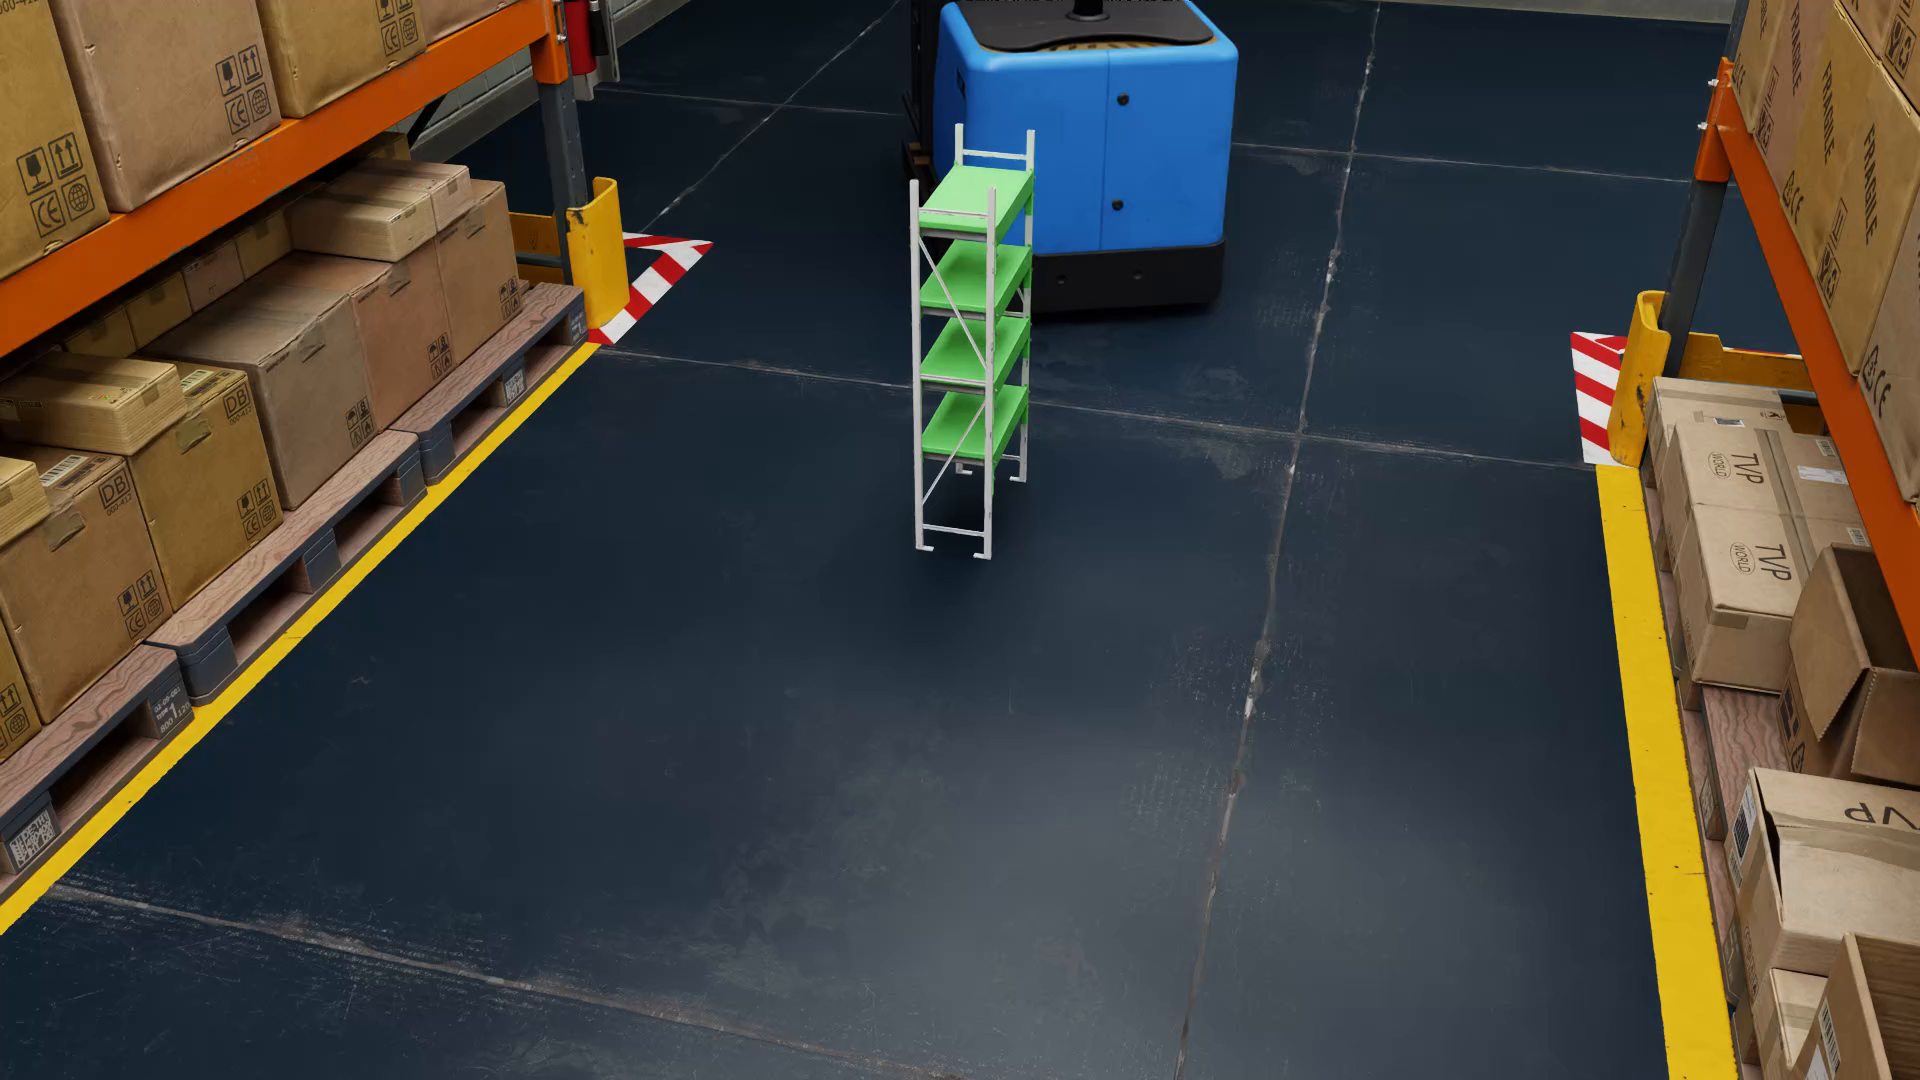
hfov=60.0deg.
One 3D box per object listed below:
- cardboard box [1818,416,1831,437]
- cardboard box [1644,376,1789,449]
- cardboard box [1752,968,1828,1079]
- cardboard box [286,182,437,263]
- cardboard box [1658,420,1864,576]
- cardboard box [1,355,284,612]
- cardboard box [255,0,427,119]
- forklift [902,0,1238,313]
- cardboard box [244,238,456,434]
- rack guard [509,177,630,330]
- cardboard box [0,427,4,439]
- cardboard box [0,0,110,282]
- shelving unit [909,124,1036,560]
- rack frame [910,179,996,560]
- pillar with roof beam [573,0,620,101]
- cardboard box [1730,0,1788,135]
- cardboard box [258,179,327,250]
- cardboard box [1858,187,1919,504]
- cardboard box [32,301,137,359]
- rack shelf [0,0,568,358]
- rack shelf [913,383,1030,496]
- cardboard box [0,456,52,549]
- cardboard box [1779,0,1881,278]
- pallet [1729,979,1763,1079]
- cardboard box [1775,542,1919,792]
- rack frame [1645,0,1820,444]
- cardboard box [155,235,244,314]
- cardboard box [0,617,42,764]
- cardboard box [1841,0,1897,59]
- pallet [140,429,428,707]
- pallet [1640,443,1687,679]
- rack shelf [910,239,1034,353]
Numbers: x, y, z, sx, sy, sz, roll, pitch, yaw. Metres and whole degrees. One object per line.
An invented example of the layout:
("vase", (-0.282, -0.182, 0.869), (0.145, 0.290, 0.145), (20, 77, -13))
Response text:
("cardboard box", (2.946, -0.386, 4.980), (0.500, 0.500, 0.500), (8, 33, 12))
("cardboard box", (2.407, -0.383, 5.303), (0.380, 0.149, 0.250), (8, 33, 12))
("cardboard box", (1.738, 0.986, 3.151), (0.380, 0.149, 0.250), (8, 33, 12))
("cardboard box", (-1.948, -1.038, 5.421), (0.380, 0.149, 0.250), (9, 34, 14))
("cardboard box", (2.306, -0.093, 4.753), (0.500, 0.250, 0.500), (8, 33, 12))
("cardboard box", (-2.410, -0.190, 4.692), (0.700, 0.500, 0.500), (9, 33, 14))
("cardboard box", (-2.240, -1.725, 4.887), (0.980, 0.700, 0.700), (8, 33, 12))
("forklift", (0.324, -2.888, 7.061), (1.130, 2.935, 3.031), (-4, 33, -7))
("cardboard box", (-2.155, -0.729, 5.539), (0.700, 0.500, 0.500), (8, 33, 12))
("rack guard", (-1.941, -1.201, 6.673), (1.175, 0.500, 0.348), (8, 33, 12))
("cardboard box", (-2.704, -0.300, 4.260), (0.380, 0.149, 0.250), (7, 33, 11))
("cardboard box", (-2.618, -0.951, 3.671), (0.980, 0.700, 0.700), (7, 33, 11))
("shelving unit", (0.042, -0.592, 5.063), (0.258, 1.200, 0.503), (8, 33, 12))
("rack frame", (-0.020, -0.466, 4.864), (0.240, 1.200, 0.015), (8, 33, 12))
("pillar with roof beam", (2.066, -5.707, 5.840), (9.100, 9.000, 0.400), (8, 33, 12))
("cardboard box", (2.478, -1.418, 4.592), (0.500, 0.500, 0.500), (9, 33, 13))
("cardboard box", (-2.317, -1.091, 5.505), (0.380, 0.149, 0.250), (8, 33, 12))
("cardboard box", (1.967, -0.366, 2.936), (0.500, 0.500, 0.500), (9, 33, 13))
("cardboard box", (-2.574, -0.565, 4.677), (0.380, 0.149, 0.250), (7, 33, 12))
("rack shelf", (-2.454, -0.902, 4.543), (1.077, 0.370, 4.000), (8, 33, 12))
("rack shelf", (0.042, -0.336, 5.226), (0.258, 0.148, 0.480), (8, 33, 12))
("cardboard box", (-2.410, -0.090, 3.930), (0.380, 0.149, 0.250), (9, 34, 14))
("cardboard box", (2.222, -0.890, 3.761), (0.500, 0.500, 0.500), (8, 33, 12))
("pallet", (2.006, 1.326, 2.968), (1.003, 0.211, 1.213), (8, 33, 12))
("cardboard box", (2.302, 0.397, 3.746), (0.797, 0.503, 0.637), (8, 33, 12))
("rack frame", (2.846, -1.571, 4.924), (1.000, 3.000, 0.127), (8, 33, 12))
("cardboard box", (-2.445, -0.829, 5.093), (0.380, 0.149, 0.250), (8, 33, 13))
("cardboard box", (-2.673, 0.336, 3.864), (0.700, 0.500, 0.500), (8, 33, 13))
("cardboard box", (2.221, -1.309, 3.488), (0.500, 0.500, 0.500), (8, 33, 13))
("pallet", (-2.386, -0.010, 5.068), (1.003, 0.211, 1.213), (8, 33, 12))
("pallet", (2.625, 0.060, 4.960), (1.003, 0.211, 1.213), (8, 33, 12))
("rack shelf", (0.042, -0.741, 4.969), (0.258, 0.148, 0.480), (8, 33, 12))
